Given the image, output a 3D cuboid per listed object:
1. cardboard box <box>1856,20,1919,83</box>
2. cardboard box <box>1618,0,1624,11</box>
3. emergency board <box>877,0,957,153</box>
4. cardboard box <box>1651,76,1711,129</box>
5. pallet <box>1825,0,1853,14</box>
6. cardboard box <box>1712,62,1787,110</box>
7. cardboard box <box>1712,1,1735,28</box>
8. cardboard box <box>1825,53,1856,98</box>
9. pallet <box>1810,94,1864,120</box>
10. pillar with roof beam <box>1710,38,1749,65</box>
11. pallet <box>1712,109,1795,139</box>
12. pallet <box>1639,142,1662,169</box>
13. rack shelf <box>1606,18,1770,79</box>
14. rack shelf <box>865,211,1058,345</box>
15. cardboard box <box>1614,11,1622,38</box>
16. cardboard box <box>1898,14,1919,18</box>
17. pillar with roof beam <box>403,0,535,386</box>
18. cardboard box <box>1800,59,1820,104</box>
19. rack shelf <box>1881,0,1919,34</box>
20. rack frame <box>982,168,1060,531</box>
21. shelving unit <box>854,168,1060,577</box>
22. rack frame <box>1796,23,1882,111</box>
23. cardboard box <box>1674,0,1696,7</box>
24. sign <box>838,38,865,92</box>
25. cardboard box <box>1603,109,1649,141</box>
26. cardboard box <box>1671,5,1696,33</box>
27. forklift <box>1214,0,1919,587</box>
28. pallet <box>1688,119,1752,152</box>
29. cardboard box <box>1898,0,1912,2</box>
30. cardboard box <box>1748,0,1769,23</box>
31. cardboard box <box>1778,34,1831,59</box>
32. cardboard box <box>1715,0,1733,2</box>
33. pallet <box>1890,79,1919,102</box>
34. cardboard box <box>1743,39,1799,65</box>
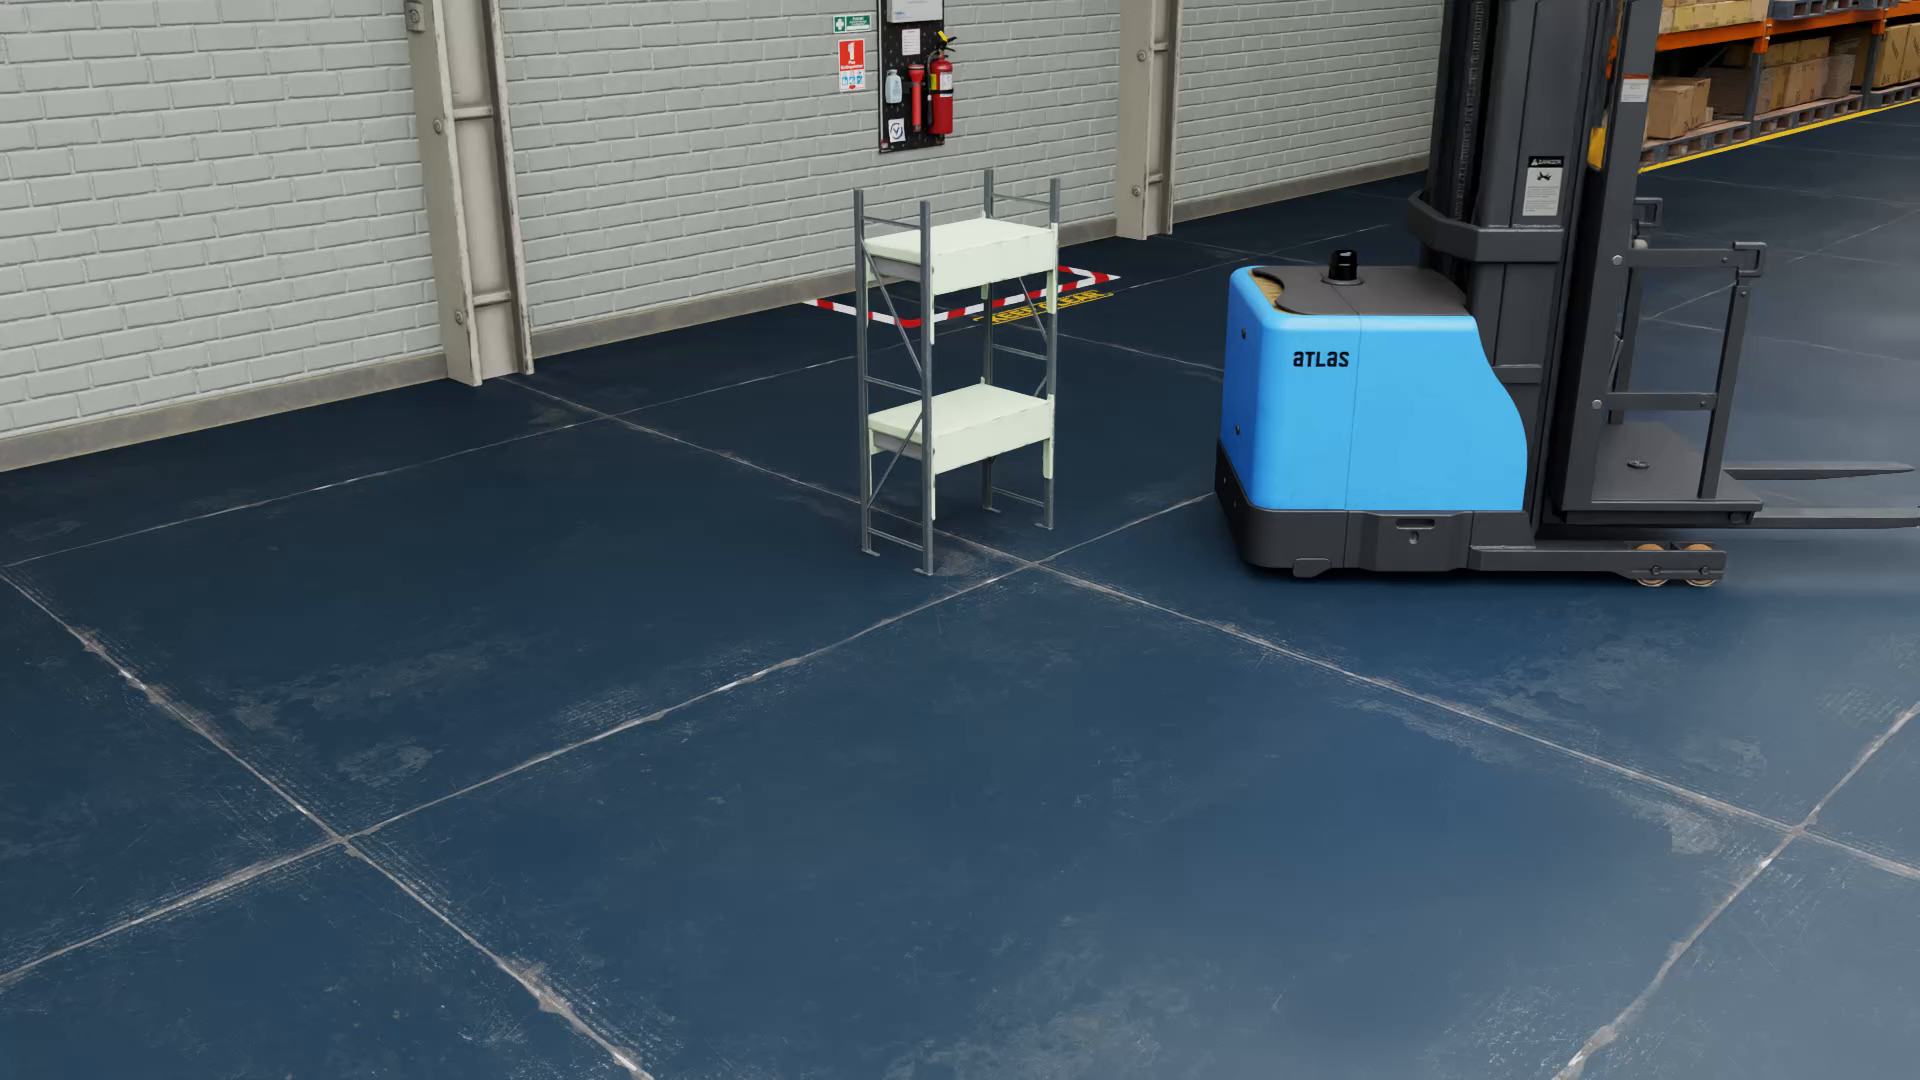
[{"bbox_3d":[12.611,-6.667,22.650,0.750,0.750,0.750,19,28,40],"label":"cardboard box"},{"bbox_3d":[6.356,-5.375,16.014,0.500,0.500,0.500,19,28,41],"label":"cardboard box"},{"bbox_3d":[-0.261,-3.267,11.393,0.194,1.169,0.643,19,28,41],"label":"emergency board"},{"bbox_3d":[7.903,-4.828,18.326,0.500,0.500,0.500,17,27,37],"label":"cardboard box"},{"bbox_3d":[10.037,-6.486,20.036,1.003,0.211,1.213,19,28,41],"label":"pallet"},{"bbox_3d":[9.424,-5.444,19.928,0.700,0.500,0.500,19,28,40],"label":"cardboard box"},{"bbox_3d":[7.791,-5.549,17.512,0.500,0.250,0.500,19,28,40],"label":"cardboard box"},{"bbox_3d":[10.923,-5.935,21.206,0.500,0.500,0.700,-20,29,-41],"label":"cardboard box"},{"bbox_3d":[10.842,-5.593,21.331,1.003,0.211,1.213,19,28,41],"label":"pallet"},{"bbox_3d":[12.946,-8.700,17.166,9.100,9.000,0.400,19,28,41],"label":"pillar with roof beam"},{"bbox_3d":[9.140,-4.965,19.699,1.003,0.211,1.213,19,28,41],"label":"pallet"},{"bbox_3d":[6.453,-3.956,17.073,1.003,0.211,1.213,19,28,41],"label":"pallet"},{"bbox_3d":[7.203,-5.217,17.468,1.077,0.370,4.000,19,28,41],"label":"rack shelf"},{"bbox_3d":[-0.005,-1.063,6.661,0.431,0.370,0.720,19,28,41],"label":"rack shelf"},{"bbox_3d":[6.375,-5.024,16.145,0.500,0.250,0.500,18,28,39],"label":"cardboard box"},{"bbox_3d":[13.818,-7.116,23.818,0.750,0.750,0.750,20,28,41],"label":"cardboard box"},{"bbox_3d":[0.389,-4.073,5.128,9.100,9.000,0.400,19,28,41],"label":"pillar with roof beam"},{"bbox_3d":[10.154,-5.697,20.587,0.700,0.500,0.500,19,28,40],"label":"cardboard box"},{"bbox_3d":[12.784,-7.273,22.819,1.077,0.370,4.000,19,28,41],"label":"rack shelf"},{"bbox_3d":[0.251,-0.792,7.046,0.400,1.500,0.023,19,28,41],"label":"rack frame"},{"bbox_3d":[-0.005,-0.698,6.801,0.431,1.500,0.755,19,28,41],"label":"shelving unit"},{"bbox_3d":[11.388,-7.095,21.352,1.000,3.000,0.127,19,28,41],"label":"rack frame"},{"bbox_3d":[7.073,-5.631,16.680,0.500,0.500,0.500,18,27,39],"label":"cardboard box"},{"bbox_3d":[-0.720,-3.167,11.084,0.001,0.329,0.234,19,28,41],"label":"sign"},{"bbox_3d":[6.752,-4.290,17.191,0.500,0.311,0.500,-17,27,-38],"label":"cardboard box"},{"bbox_3d":[7.087,-5.290,16.838,0.500,0.250,0.500,19,28,40],"label":"cardboard box"},{"bbox_3d":[2.655,-1.375,6.565,3.031,2.935,1.130,0,21,0],"label":"forklift"},{"bbox_3d":[8.155,-4.583,18.705,1.003,0.211,1.213,19,28,41],"label":"pallet"},{"bbox_3d":[12.212,-7.123,21.748,0.250,0.149,0.380,-19,28,-40],"label":"cardboard box"},{"bbox_3d":[8.485,-5.808,18.186,0.500,0.250,0.500,19,28,41],"label":"cardboard box"},{"bbox_3d":[10.481,-6.154,20.731,0.500,0.250,0.500,-20,28,-41],"label":"cardboard box"},{"bbox_3d":[7.787,-5.900,17.381,0.500,0.500,0.500,18,28,39],"label":"cardboard box"},{"bbox_3d":[12.843,-6.289,23.142,1.003,0.211,1.213,19,28,41],"label":"pallet"},{"bbox_3d":[9.765,-5.897,20.062,0.500,0.250,0.500,18,28,39],"label":"cardboard box"}]
